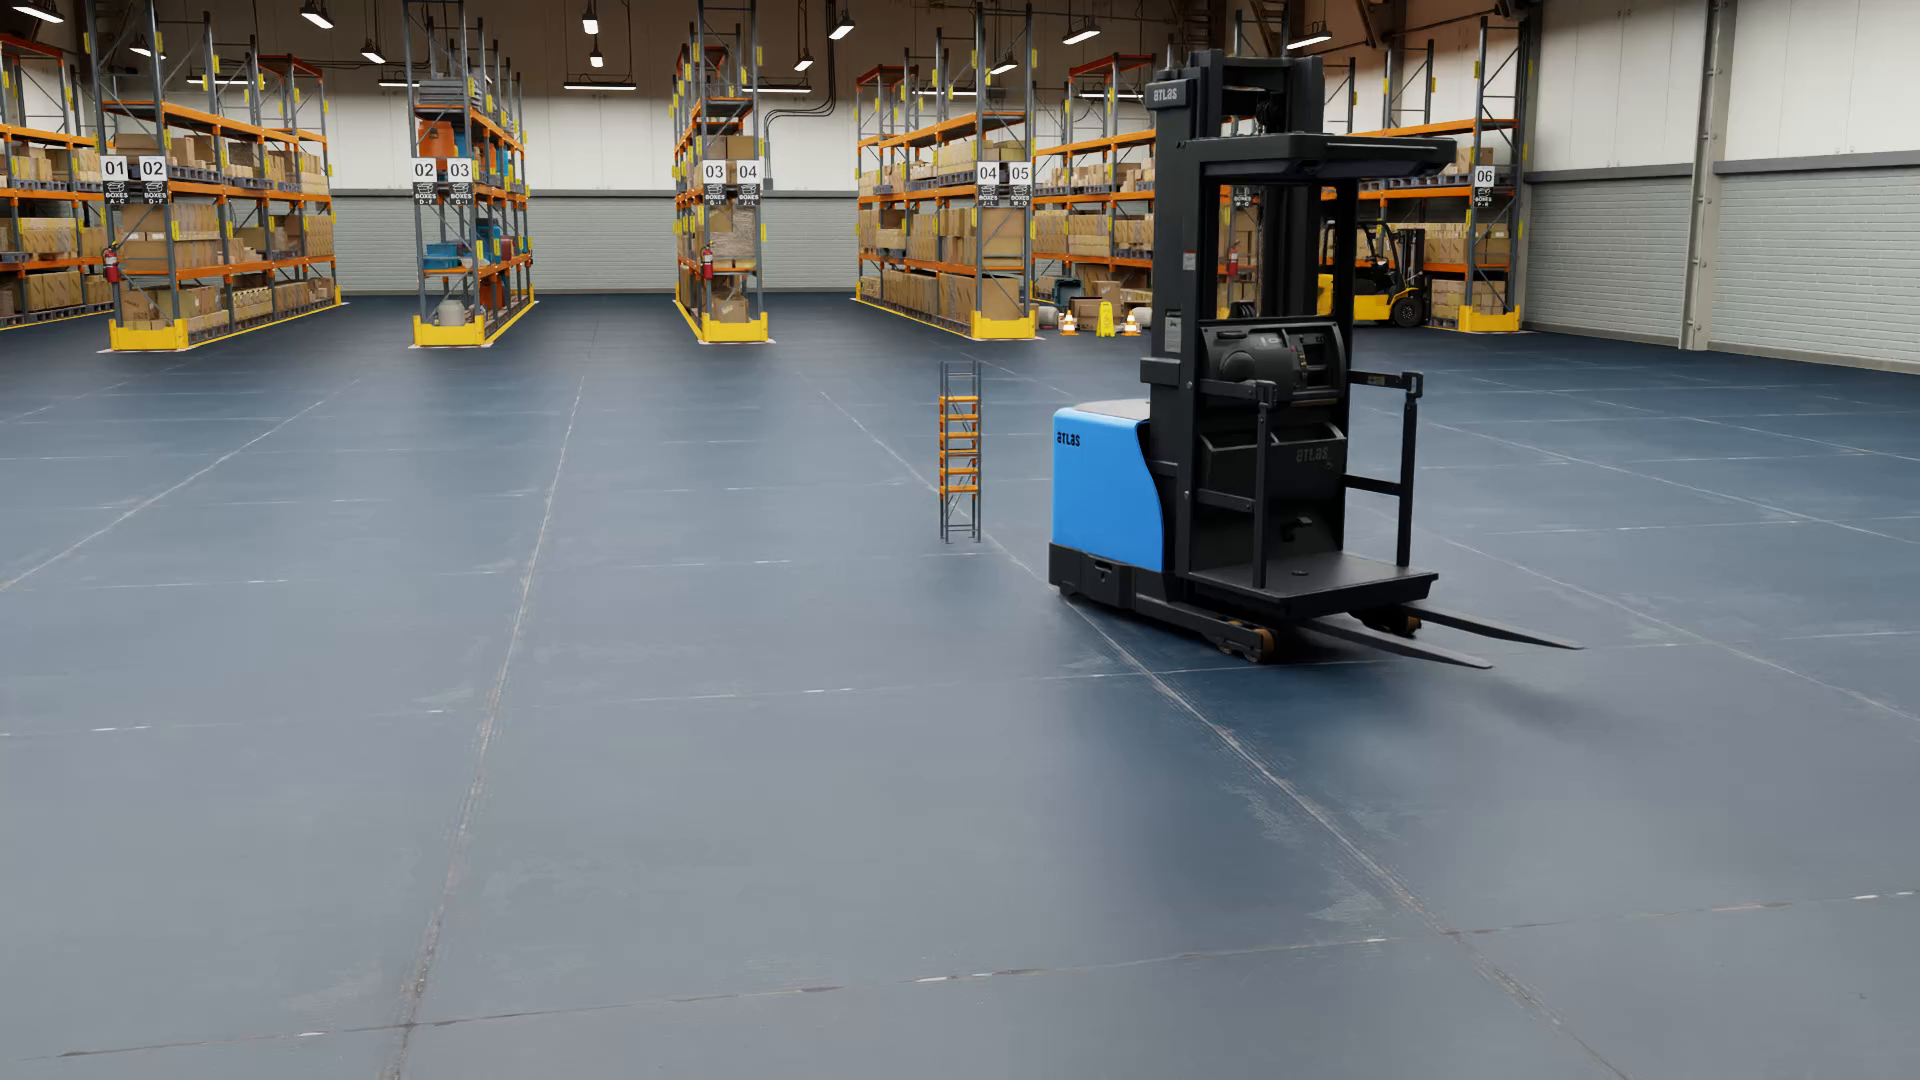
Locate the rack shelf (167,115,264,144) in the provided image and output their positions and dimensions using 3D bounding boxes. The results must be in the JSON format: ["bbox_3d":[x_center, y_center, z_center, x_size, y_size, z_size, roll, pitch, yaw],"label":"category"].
[{"bbox_3d":[-14.970,-8.238,33.405,1.077,0.370,4.000,-2,11,-11],"label":"rack shelf"}]

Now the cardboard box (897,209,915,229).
[{"bbox_3d":[-1.383,-8.241,42.733,0.500,0.500,0.500,-2,11,-10],"label":"cardboard box"}]

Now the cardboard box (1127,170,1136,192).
[{"bbox_3d":[4.254,-8.276,38.366,0.700,0.500,0.500,-2,11,-11],"label":"cardboard box"}]

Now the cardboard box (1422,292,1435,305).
[{"bbox_3d":[9.895,-5.007,34.373,0.500,0.250,0.500,-2,11,-12],"label":"cardboard box"}]

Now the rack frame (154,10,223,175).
[{"bbox_3d":[-14.581,-8.421,31.373,1.000,3.000,0.127,-2,11,-11],"label":"rack frame"}]

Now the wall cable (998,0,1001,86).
[{"bbox_3d":[0.114,-15.578,51.326,2.355,3.000,0.029,-2,11,-11],"label":"wall cable"}]

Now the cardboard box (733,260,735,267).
[{"bbox_3d":[-4.039,-5.175,31.037,0.380,0.149,0.250,-2,11,-11],"label":"cardboard box"}]

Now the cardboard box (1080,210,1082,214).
[{"bbox_3d":[2.985,-8.617,43.773,0.380,0.149,0.250,-2,11,-10],"label":"cardboard box"}]

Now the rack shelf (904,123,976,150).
[{"bbox_3d":[-0.367,-8.759,36.144,1.077,0.370,4.000,-2,11,-11],"label":"rack shelf"}]

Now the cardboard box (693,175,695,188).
[{"bbox_3d":[-5.027,-7.142,33.074,0.500,0.250,0.500,-3,11,-13],"label":"cardboard box"}]

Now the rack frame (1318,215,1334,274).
[{"bbox_3d":[8.948,-7.109,40.523,1.000,3.000,0.127,-2,11,-11],"label":"rack frame"}]

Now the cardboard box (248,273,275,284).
[{"bbox_3d":[-16.087,-6.017,38.289,0.500,0.250,0.500,-2,11,-11],"label":"cardboard box"}]

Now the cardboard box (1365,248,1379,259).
[{"bbox_3d":[9.371,-6.384,37.118,0.500,0.250,0.500,-2,11,-10],"label":"cardboard box"}]

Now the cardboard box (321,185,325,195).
[{"bbox_3d":[-16.470,-8.898,42.302,0.500,0.250,0.500,-2,11,-11],"label":"cardboard box"}]

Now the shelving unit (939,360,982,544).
[{"bbox_3d":[0.003,-0.587,11.070,0.258,1.200,0.189,-2,11,-11],"label":"shelving unit"}]

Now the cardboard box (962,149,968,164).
[{"bbox_3d":[0.334,-7.235,31.376,0.500,0.250,0.500,-2,11,-11],"label":"cardboard box"}]

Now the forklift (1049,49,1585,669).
[{"bbox_3d":[1.722,-0.945,8.325,1.130,2.935,3.031,-7,13,-32],"label":"forklift"}]

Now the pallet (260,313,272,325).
[{"bbox_3d":[-15.237,-4.685,35.248,1.003,0.211,1.213,-2,11,-11],"label":"pallet"}]

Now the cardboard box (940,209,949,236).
[{"bbox_3d":[0.060,-6.531,34.196,0.875,0.550,0.550,-2,11,-11],"label":"cardboard box"}]

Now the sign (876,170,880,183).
[{"bbox_3d":[-2.065,-9.169,41.942,0.100,0.325,0.005,-2,11,-11],"label":"sign"}]

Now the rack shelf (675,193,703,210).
[{"bbox_3d":[-6.808,-8.788,43.246,1.077,0.370,4.000,-2,11,-11],"label":"rack shelf"}]

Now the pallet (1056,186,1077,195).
[{"bbox_3d":[3.153,-9.242,43.943,1.003,0.211,1.213,-2,11,-11],"label":"pallet"}]

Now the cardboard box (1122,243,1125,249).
[{"bbox_3d":[3.991,-6.839,38.655,0.380,0.149,0.250,-3,11,-15],"label":"cardboard box"}]

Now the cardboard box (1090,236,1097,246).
[{"bbox_3d":[3.513,-7.366,40.939,0.500,0.250,0.500,-2,11,-12],"label":"cardboard box"}]

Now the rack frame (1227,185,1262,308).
[{"bbox_3d":[5.636,-5.460,31.862,1.000,3.000,0.127,-2,11,-11],"label":"rack frame"}]

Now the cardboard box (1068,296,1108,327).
[{"bbox_3d":[2.621,-4.702,34.191,0.797,0.637,0.503,-2,11,-11],"label":"cardboard box"}]

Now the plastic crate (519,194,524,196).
[{"bbox_3d":[-11.583,-9.053,43.283,0.450,0.188,0.336,-2,11,-11],"label":"plastic crate"}]

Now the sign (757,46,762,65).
[{"bbox_3d":[-3.553,-8.564,29.416,0.100,0.325,0.005,-2,11,-11],"label":"sign"}]

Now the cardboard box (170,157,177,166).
[{"bbox_3d":[-13.859,-6.588,28.937,0.380,0.149,0.250,-2,11,-11],"label":"cardboard box"}]

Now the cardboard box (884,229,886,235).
[{"bbox_3d":[-1.656,-7.512,40.597,0.380,0.149,0.250,-2,11,-9],"label":"cardboard box"}]

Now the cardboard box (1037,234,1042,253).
[{"bbox_3d":[2.461,-8.254,46.271,0.500,0.500,0.500,-2,11,-12],"label":"cardboard box"}]

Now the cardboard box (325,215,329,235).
[{"bbox_3d":[-16.459,-8.051,42.531,0.500,0.500,0.500,-2,11,-9],"label":"cardboard box"}]

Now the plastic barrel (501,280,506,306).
[{"bbox_3d":[-10.831,-5.705,38.474,0.600,0.588,0.708,-2,11,-11],"label":"plastic barrel"}]

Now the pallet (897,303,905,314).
[{"bbox_3d":[-0.907,-5.502,39.542,1.003,0.211,1.213,-2,11,-11],"label":"pallet"}]

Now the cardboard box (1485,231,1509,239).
[{"bbox_3d":[10.692,-6.081,33.120,0.380,0.149,0.250,-2,11,-12],"label":"cardboard box"}]

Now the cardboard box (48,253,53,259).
[{"bbox_3d":[-20.407,-6.311,36.952,0.380,0.149,0.250,-2,11,-9],"label":"cardboard box"}]

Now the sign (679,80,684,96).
[{"bbox_3d":[-6.185,-10.030,36.905,0.100,0.325,0.005,-2,11,-11],"label":"sign"}]

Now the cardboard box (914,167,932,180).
[{"bbox_3d":[-0.734,-8.152,36.990,0.500,0.250,0.500,-2,11,-9],"label":"cardboard box"}]

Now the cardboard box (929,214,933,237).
[{"bbox_3d":[-0.280,-6.813,36.030,0.700,0.500,0.500,-2,11,-11],"label":"cardboard box"}]

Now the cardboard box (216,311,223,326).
[{"bbox_3d":[-14.189,-4.160,31.263,0.500,0.250,0.500,-2,11,-11],"label":"cardboard box"}]

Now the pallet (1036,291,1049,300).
[{"bbox_3d":[2.756,-6.881,46.785,1.003,0.211,1.213,-2,11,-11],"label":"pallet"}]

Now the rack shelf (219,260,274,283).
[{"bbox_3d":[-14.970,-5.487,33.928,1.077,0.370,4.000,-2,11,-11],"label":"rack shelf"}]

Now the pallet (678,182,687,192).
[{"bbox_3d":[-5.818,-8.064,38.025,1.213,0.211,1.003,-2,11,-8],"label":"pallet"}]

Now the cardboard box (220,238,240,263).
[{"bbox_3d":[-14.914,-5.853,33.658,0.500,0.500,0.500,-2,11,-11],"label":"cardboard box"}]

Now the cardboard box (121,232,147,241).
[{"bbox_3d":[-14.064,-5.171,28.341,0.380,0.149,0.250,-2,11,-12],"label":"cardboard box"}]

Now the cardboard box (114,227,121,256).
[{"bbox_3d":[-21.512,-7.415,41.331,0.980,0.700,0.700,-2,11,-11],"label":"cardboard box"}]

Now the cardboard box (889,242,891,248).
[{"bbox_3d":[-1.499,-7.074,39.887,0.380,0.149,0.250,-3,11,-14],"label":"cardboard box"}]

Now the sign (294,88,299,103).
[{"bbox_3d":[-15.594,-10.446,39.091,0.100,0.325,0.005,-2,11,-11],"label":"sign"}]

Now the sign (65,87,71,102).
[{"bbox_3d":[-20.465,-10.227,38.152,0.100,0.325,0.005,-2,11,-11],"label":"sign"}]

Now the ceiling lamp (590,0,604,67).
[{"bbox_3d":[-8.370,-12.884,39.209,0.800,3.185,2.000,-2,11,-11],"label":"ceiling lamp"}]
